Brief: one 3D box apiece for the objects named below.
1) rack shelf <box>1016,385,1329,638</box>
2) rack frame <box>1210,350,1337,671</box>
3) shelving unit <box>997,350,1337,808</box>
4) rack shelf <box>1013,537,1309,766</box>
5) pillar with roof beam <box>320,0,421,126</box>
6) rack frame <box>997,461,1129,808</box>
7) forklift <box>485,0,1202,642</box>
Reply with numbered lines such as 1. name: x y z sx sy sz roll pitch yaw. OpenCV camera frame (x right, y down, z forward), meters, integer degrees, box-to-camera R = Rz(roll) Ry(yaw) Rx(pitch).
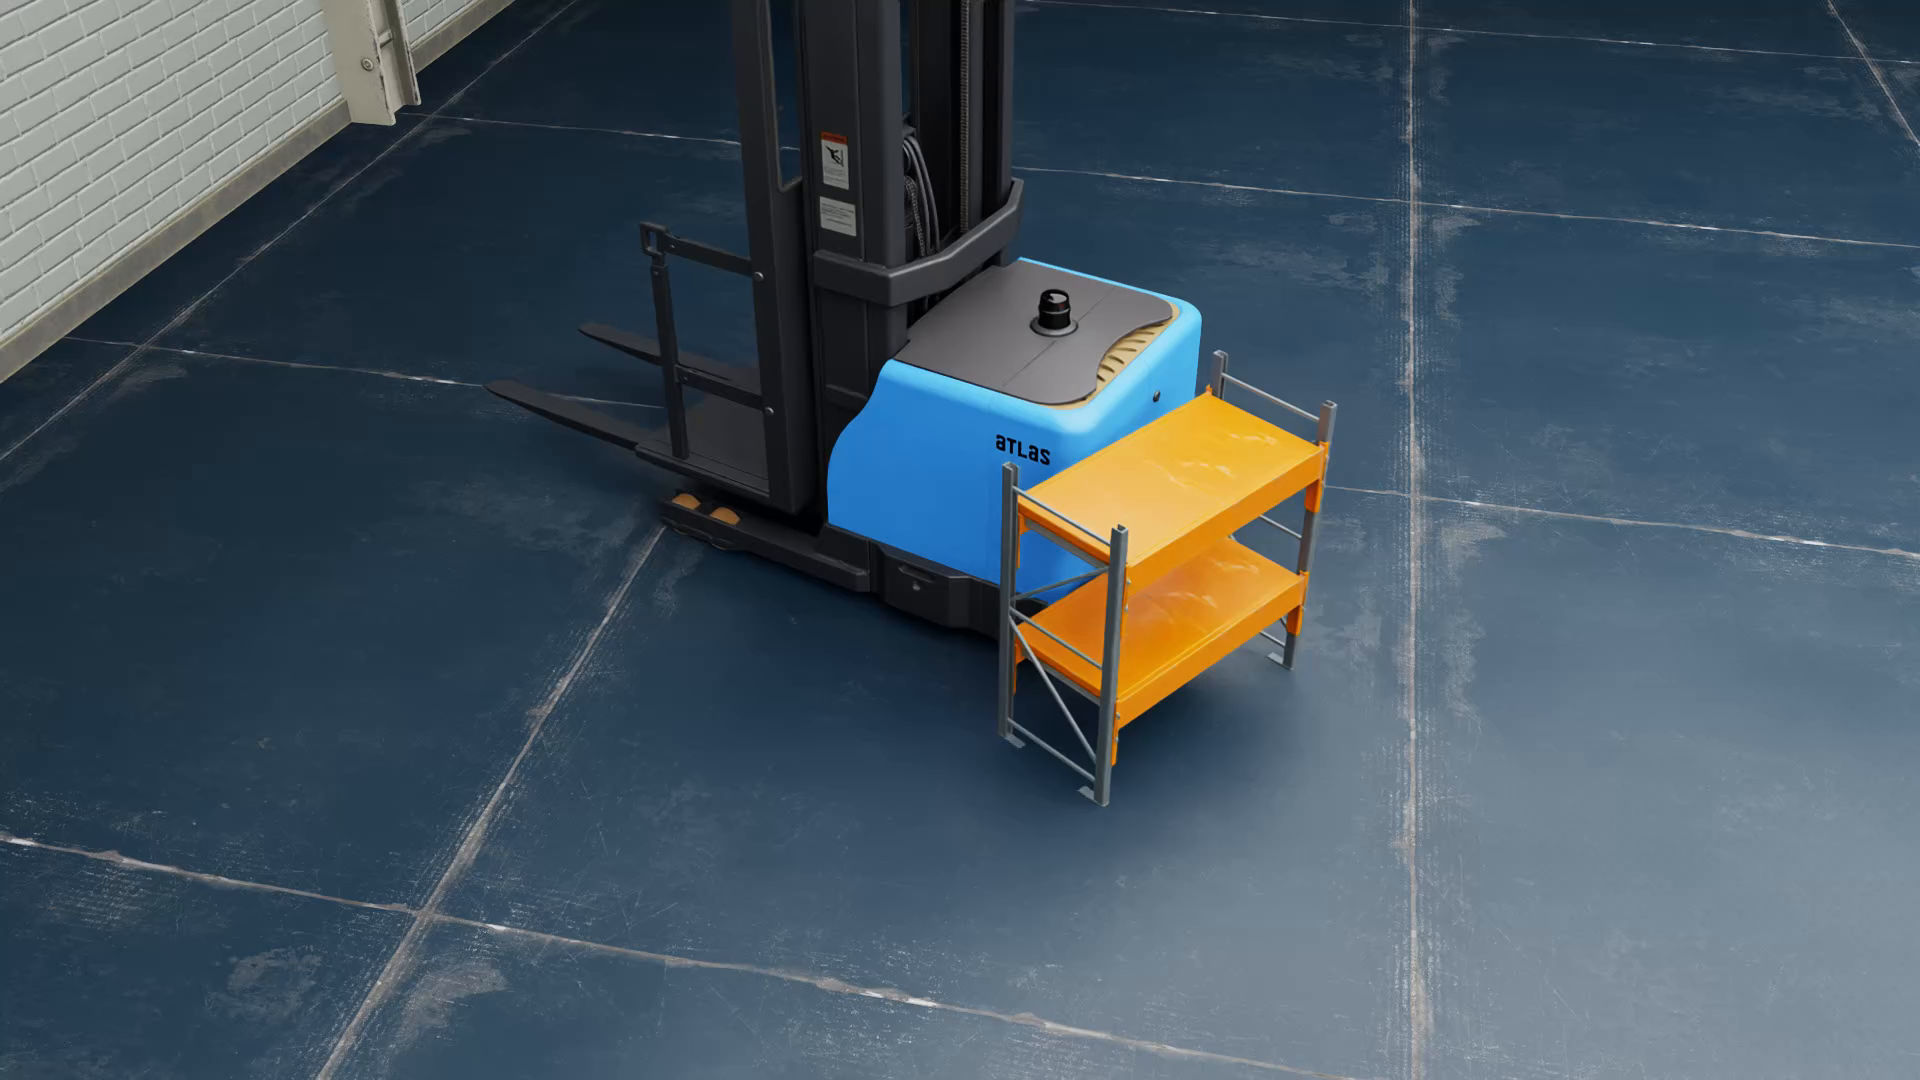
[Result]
1. rack shelf: 0.683 -0.119 5.457 1.000 0.278 0.538 -29 45 -34
2. rack frame: 1.053 -0.087 5.911 0.032 1.125 0.500 -29 45 -34
3. shelving unit: 0.683 0.118 5.629 1.048 1.125 0.538 -29 45 -34
4. rack shelf: 0.683 0.316 5.772 1.000 0.278 0.538 -29 45 -34
5. pillar with roof beam: 0.583 -5.801 7.085 9.100 9.000 0.400 7 37 10
6. rack frame: 0.314 0.323 5.346 0.032 1.125 0.500 -29 45 -34
7. forklift: -0.622 -1.393 6.174 3.031 2.935 1.130 19 40 25
